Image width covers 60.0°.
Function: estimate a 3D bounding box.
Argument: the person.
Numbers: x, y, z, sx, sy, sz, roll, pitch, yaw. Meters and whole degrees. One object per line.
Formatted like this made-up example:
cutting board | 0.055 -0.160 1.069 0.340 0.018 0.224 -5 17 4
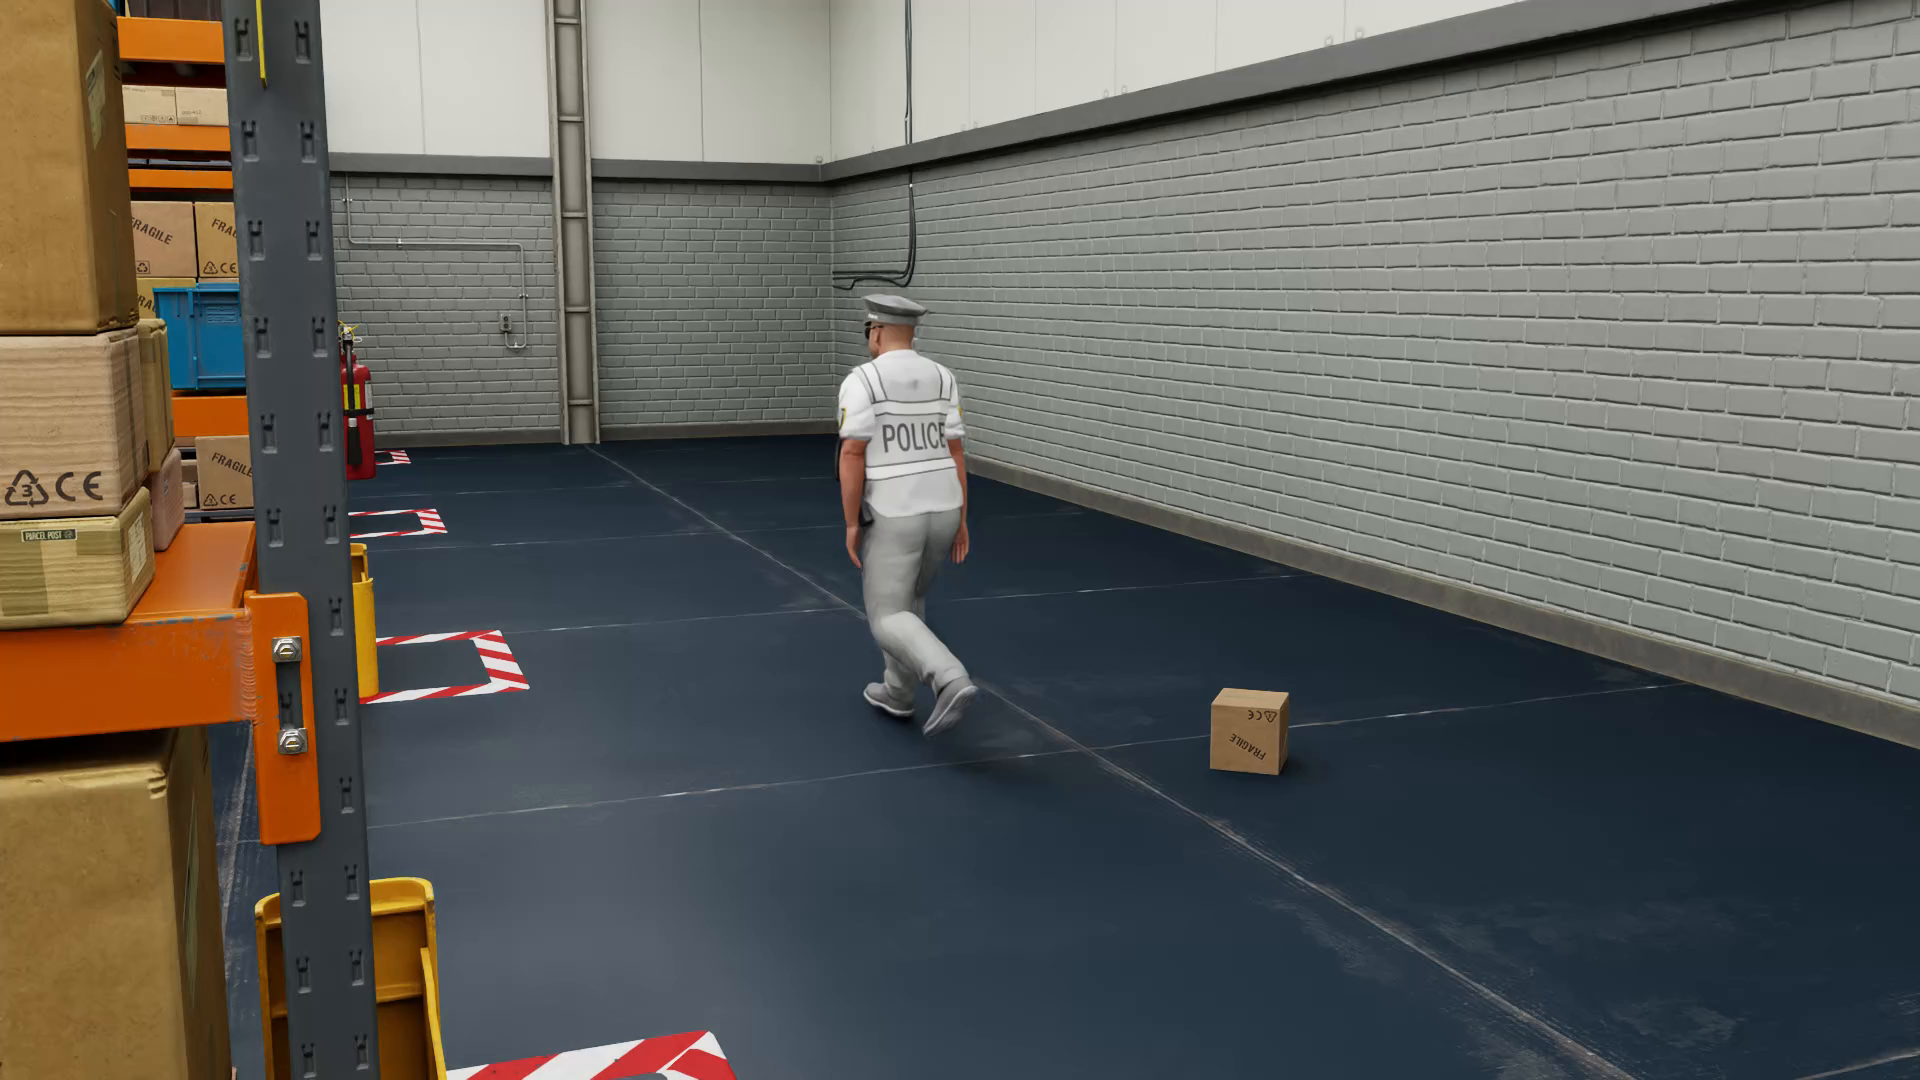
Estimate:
person | -0.196 -0.093 6.452 0.542 1.701 0.960 -7 11 -36
